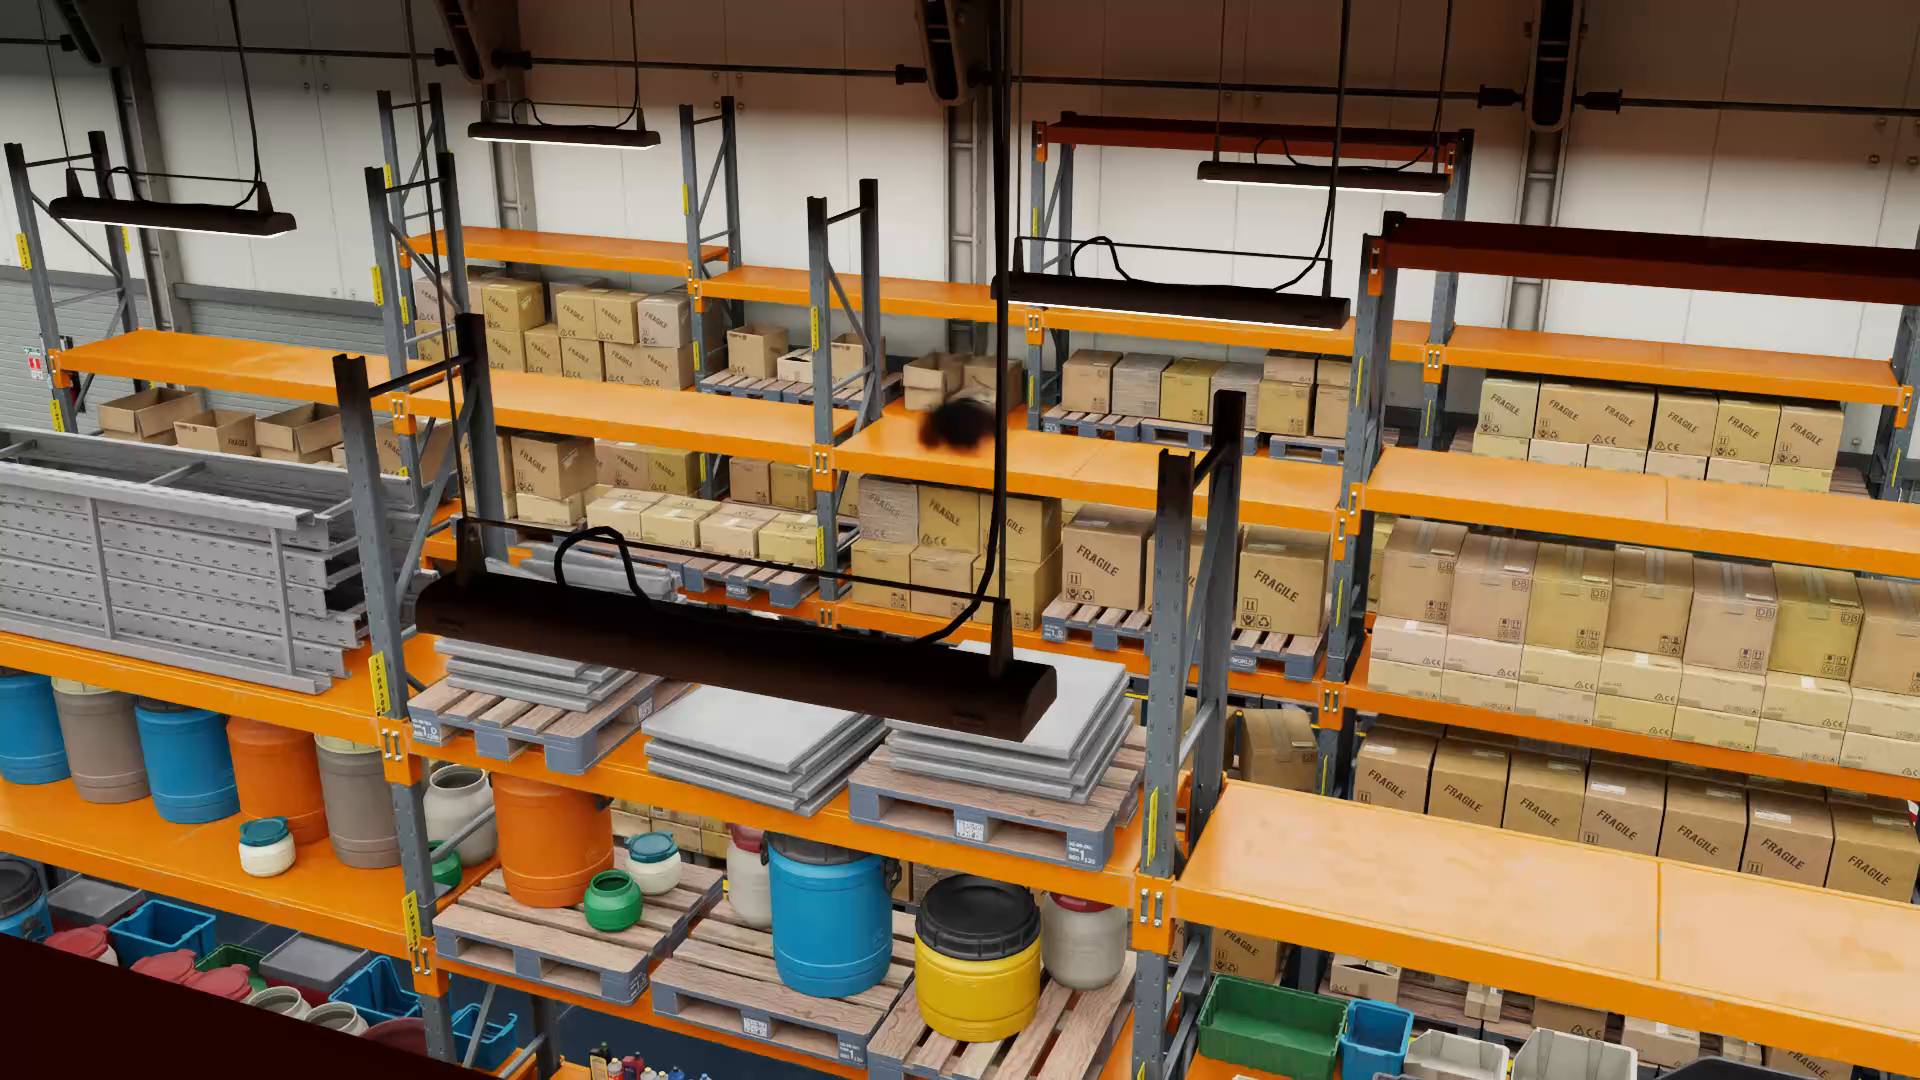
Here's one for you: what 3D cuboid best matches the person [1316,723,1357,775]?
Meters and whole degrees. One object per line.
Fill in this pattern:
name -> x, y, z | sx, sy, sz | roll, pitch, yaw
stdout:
person -> 3.561, 1.734, 15.536 | 0.887, 1.592, 0.541 | 4, 21, 9

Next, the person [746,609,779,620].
person -> -1.928, 1.176, 17.039 | 0.946, 1.643, 0.603 | 2, 21, 4

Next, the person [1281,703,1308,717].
person -> 3.011, 2.187, 14.464 | 0.715, 1.571, 0.595 | 4, 21, 11
